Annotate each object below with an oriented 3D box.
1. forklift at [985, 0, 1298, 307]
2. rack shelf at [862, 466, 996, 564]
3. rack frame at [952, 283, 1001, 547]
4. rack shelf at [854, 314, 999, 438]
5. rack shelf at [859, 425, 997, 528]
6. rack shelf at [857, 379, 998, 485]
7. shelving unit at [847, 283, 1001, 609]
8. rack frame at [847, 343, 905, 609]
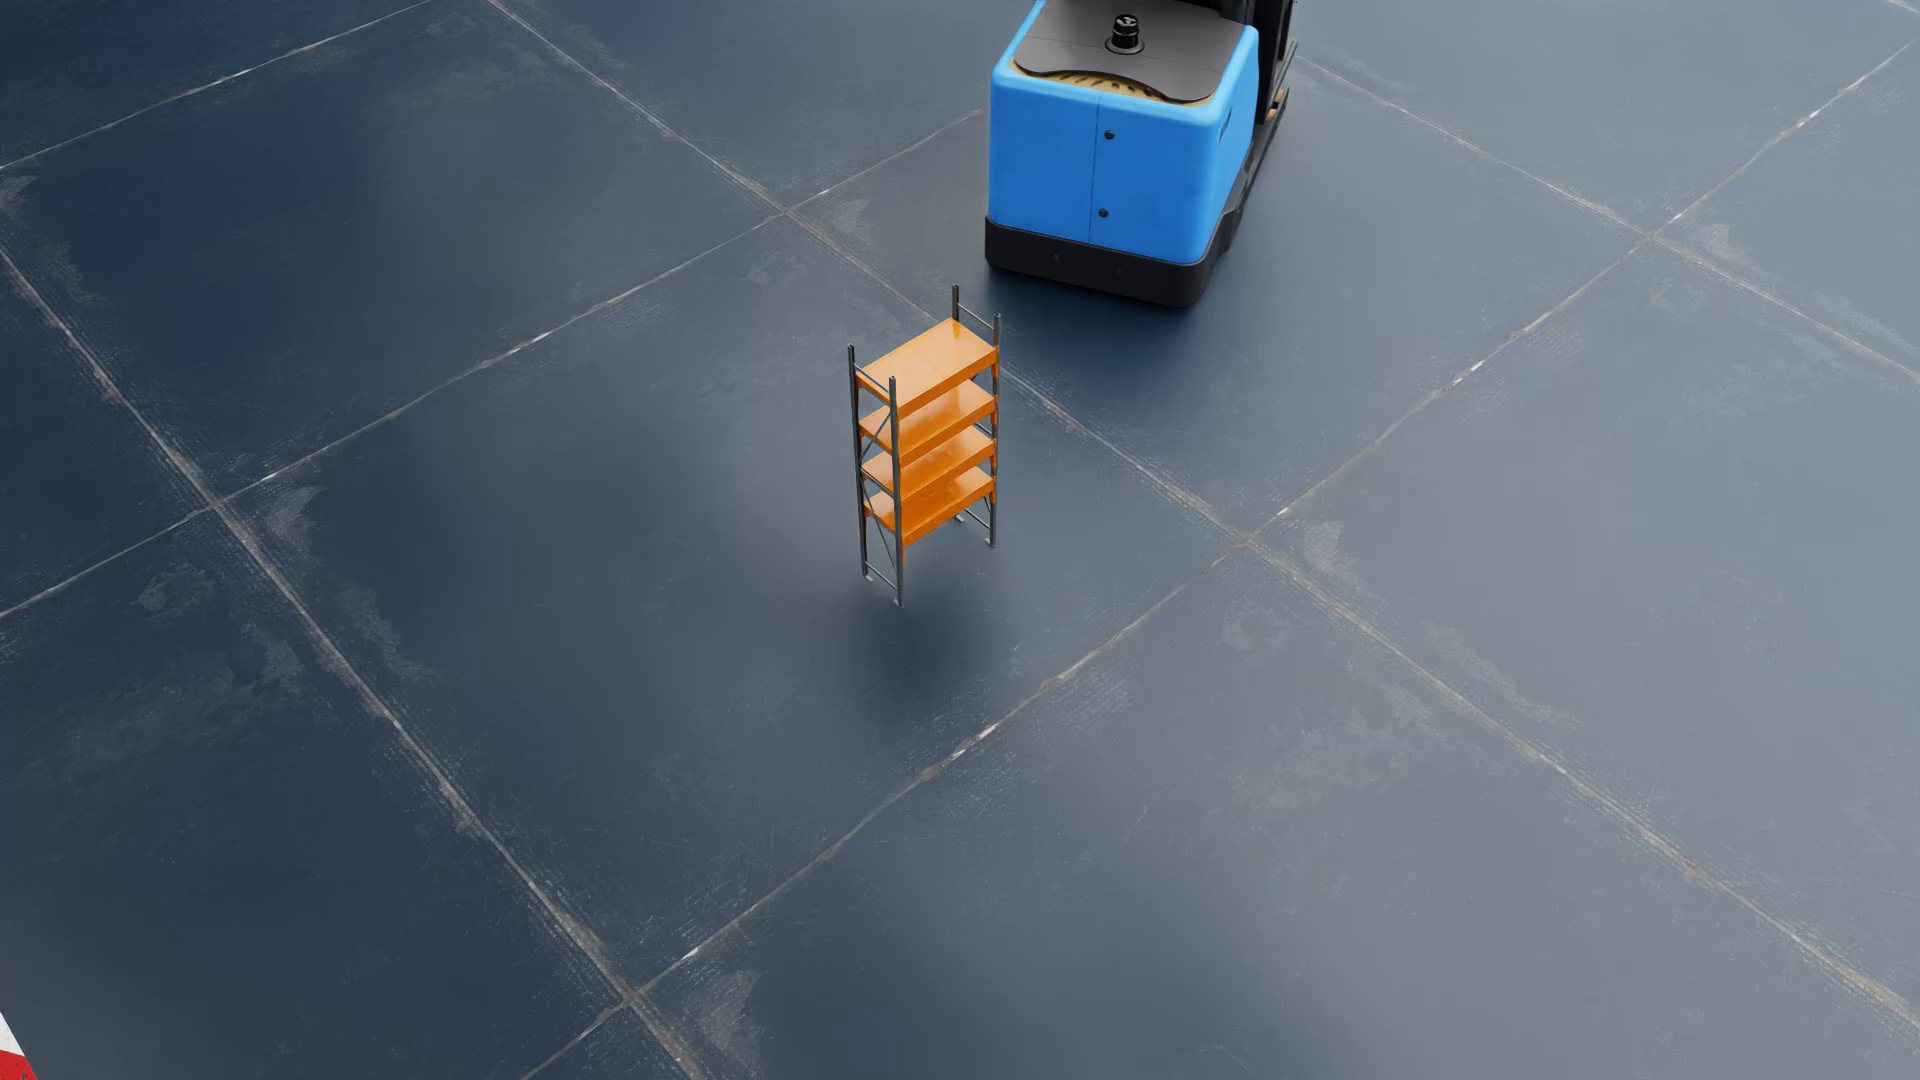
[{"bbox_3d":[1.093,-3.169,7.680,1.130,2.935,3.031,15,49,13],"label":"forklift"},{"bbox_3d":[-0.122,-0.145,6.429,0.480,0.148,0.258,-34,56,-27],"label":"rack shelf"},{"bbox_3d":[0.058,-0.446,6.345,0.015,1.200,0.240,-34,56,-27],"label":"rack frame"},{"bbox_3d":[-0.122,-0.592,5.945,0.480,0.148,0.258,-34,56,-27],"label":"rack shelf"},{"bbox_3d":[-0.122,-0.279,6.283,0.480,0.148,0.258,-34,56,-27],"label":"rack shelf"},{"bbox_3d":[-0.122,-0.431,6.119,0.480,0.148,0.258,-34,56,-27],"label":"rack shelf"},{"bbox_3d":[-0.122,-0.325,6.234,0.503,1.200,0.258,-34,56,-27],"label":"shelving unit"},{"bbox_3d":[-0.303,-0.204,6.122,0.015,1.200,0.240,-34,56,-27],"label":"rack frame"}]
